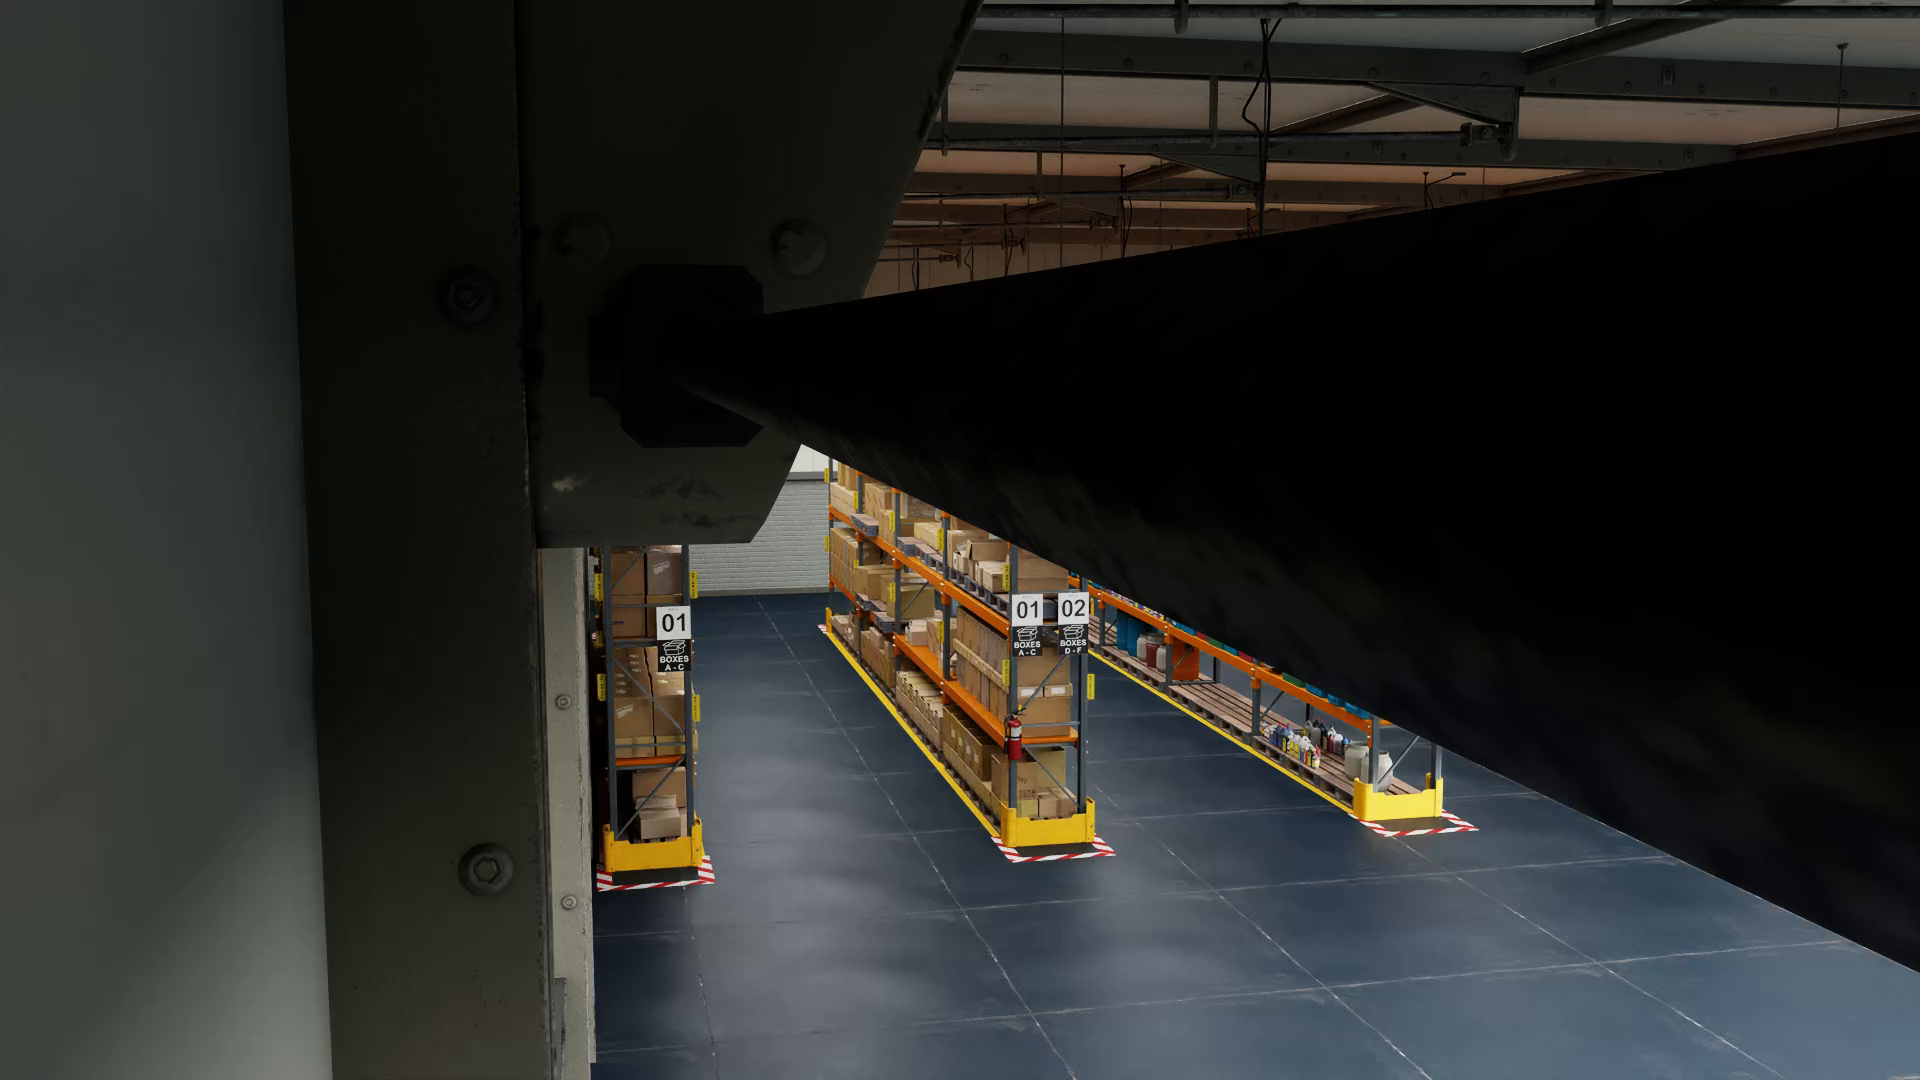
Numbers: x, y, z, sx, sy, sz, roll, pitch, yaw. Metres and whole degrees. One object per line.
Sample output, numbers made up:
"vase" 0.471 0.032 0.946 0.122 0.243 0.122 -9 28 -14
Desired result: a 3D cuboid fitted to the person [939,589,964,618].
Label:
"person" -0.106 1.256 35.569 0.695 1.781 0.868 -2 7 -20
